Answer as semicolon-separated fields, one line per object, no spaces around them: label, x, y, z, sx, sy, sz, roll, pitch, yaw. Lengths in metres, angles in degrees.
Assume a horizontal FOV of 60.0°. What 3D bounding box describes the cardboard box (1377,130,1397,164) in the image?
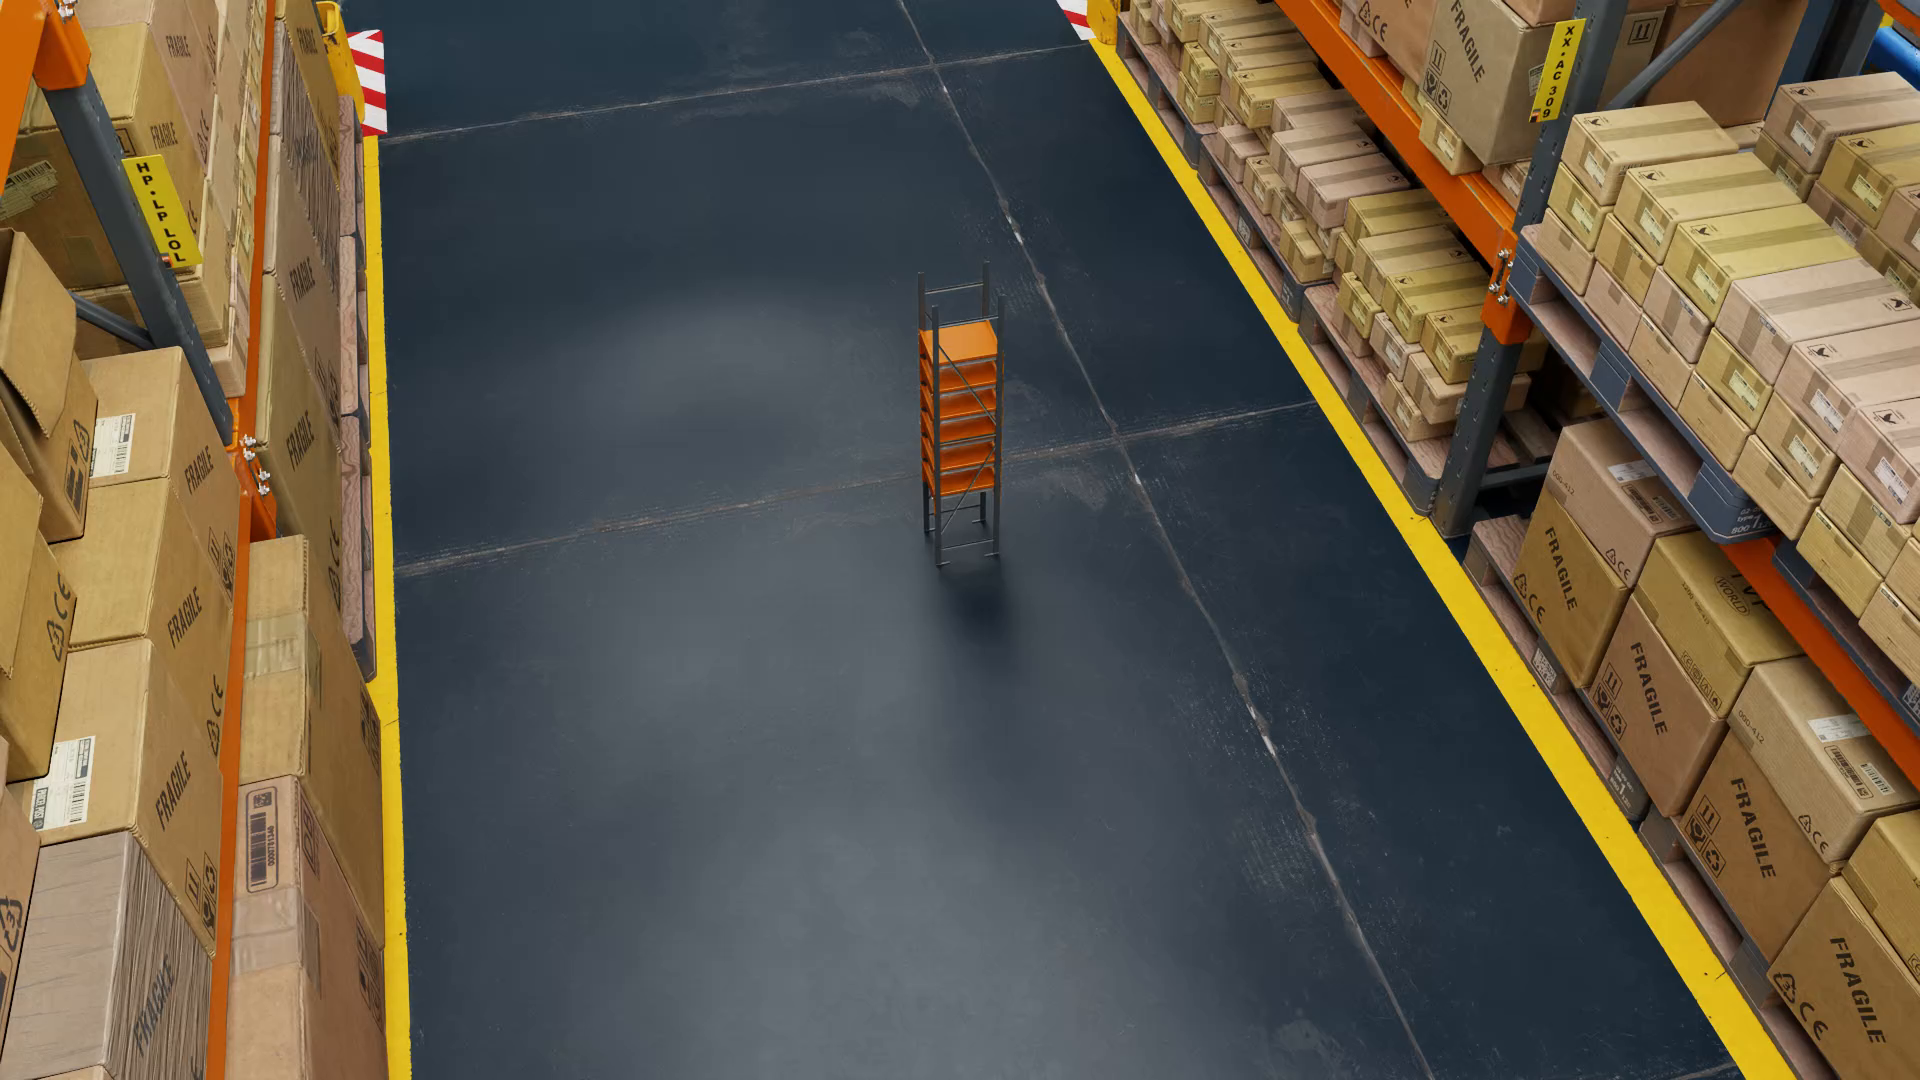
cardboard box;2.094;-1.803;7.411;0.380;0.149;0.250;-10;46;-10

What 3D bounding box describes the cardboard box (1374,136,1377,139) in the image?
cardboard box;1.995;-1.883;7.697;0.380;0.149;0.250;-10;46;-10

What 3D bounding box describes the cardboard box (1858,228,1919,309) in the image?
cardboard box;2.704;-0.751;4.559;0.380;0.149;0.250;-9;46;-9

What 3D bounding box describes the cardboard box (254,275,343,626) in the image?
cardboard box;-2.630;-0.216;5.555;0.875;0.875;0.875;-11;47;-10

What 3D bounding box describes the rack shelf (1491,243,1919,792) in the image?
rack shelf;2.794;0.453;4.210;1.077;0.370;4.000;-11;47;-10

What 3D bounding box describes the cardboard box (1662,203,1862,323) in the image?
cardboard box;2.079;-0.722;4.323;0.380;0.149;0.250;-10;46;-10

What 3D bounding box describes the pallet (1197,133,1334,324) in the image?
pallet;1.760;-1.505;7.577;1.003;0.211;1.213;-11;47;-10

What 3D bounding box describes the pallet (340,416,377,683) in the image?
pallet;-2.657;0.094;6.010;1.003;0.211;1.213;-11;47;-10

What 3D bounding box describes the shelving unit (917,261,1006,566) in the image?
shelving unit;0.004;-0.410;5.812;0.258;1.200;0.189;-11;47;-10

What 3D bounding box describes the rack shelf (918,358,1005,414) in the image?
rack shelf;0.004;-0.547;5.672;0.258;0.103;0.180;-11;47;-10

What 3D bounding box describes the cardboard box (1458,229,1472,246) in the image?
cardboard box;2.180;-1.355;6.764;0.380;0.149;0.250;-12;47;-11

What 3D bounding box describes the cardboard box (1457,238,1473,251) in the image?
cardboard box;2.184;-1.249;6.867;0.380;0.149;0.250;-13;47;-12

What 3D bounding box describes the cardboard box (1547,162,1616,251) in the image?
cardboard box;1.939;-0.987;4.791;0.380;0.149;0.250;-10;46;-10

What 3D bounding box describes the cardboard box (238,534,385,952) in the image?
cardboard box;-2.355;0.692;4.665;1.225;0.875;0.875;-11;47;-10

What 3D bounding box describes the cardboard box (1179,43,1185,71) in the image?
cardboard box;1.300;-2.334;8.140;0.380;0.149;0.250;-10;46;-10

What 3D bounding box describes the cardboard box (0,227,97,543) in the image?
cardboard box;-2.367;-0.289;3.661;0.797;0.503;0.637;-12;47;-11

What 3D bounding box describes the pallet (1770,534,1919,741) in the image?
pallet;2.760;0.290;4.000;1.003;0.211;1.213;-11;47;-10

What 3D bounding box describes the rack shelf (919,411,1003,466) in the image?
rack shelf;0.004;-0.379;5.843;0.258;0.103;0.180;-11;47;-10

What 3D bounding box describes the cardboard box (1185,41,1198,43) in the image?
cardboard box;1.308;-2.434;8.029;0.380;0.149;0.250;-10;46;-10

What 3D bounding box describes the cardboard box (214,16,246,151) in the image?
cardboard box;-2.666;-1.467;5.485;0.500;0.250;0.500;-10;46;-9

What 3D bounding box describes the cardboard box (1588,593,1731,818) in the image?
cardboard box;2.352;0.472;5.144;0.500;0.500;0.500;-9;46;-9

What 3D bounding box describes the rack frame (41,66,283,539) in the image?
rack frame;-2.538;-0.343;4.486;1.000;3.000;0.127;-11;47;-10

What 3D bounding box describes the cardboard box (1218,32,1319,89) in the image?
cardboard box;1.397;-2.160;7.552;0.380;0.149;0.250;-9;46;-9

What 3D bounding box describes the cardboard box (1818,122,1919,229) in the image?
cardboard box;2.644;-1.020;4.615;0.380;0.149;0.250;-12;47;-12

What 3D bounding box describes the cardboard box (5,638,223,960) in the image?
cardboard box;-1.894;0.598;3.494;0.500;0.500;0.500;-11;47;-11

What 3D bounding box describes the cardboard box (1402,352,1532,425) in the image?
cardboard box;1.895;-0.592;6.224;0.380;0.149;0.250;-10;46;-10

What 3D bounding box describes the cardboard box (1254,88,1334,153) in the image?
cardboard box;1.538;-1.891;7.497;0.380;0.149;0.250;-9;46;-8

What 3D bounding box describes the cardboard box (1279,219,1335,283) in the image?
cardboard box;1.588;-1.252;7.079;0.380;0.149;0.250;-11;47;-10

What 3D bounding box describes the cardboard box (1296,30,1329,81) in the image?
cardboard box;1.774;-2.320;7.917;0.380;0.149;0.250;-11;47;-11

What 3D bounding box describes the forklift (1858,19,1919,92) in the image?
forklift;4.548;-1.542;5.709;1.130;2.935;3.031;-10;46;-9

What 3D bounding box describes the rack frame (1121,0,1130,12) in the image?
rack frame;1.258;-3.941;8.012;1.000;3.000;0.127;-11;47;-10

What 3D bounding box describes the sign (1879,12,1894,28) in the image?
sign;2.818;-1.689;4.994;0.100;0.325;0.005;-11;47;-10

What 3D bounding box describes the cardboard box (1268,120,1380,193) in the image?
cardboard box;1.535;-1.622;7.025;0.380;0.149;0.250;-12;47;-12

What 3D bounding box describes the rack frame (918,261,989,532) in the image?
rack frame;-0.020;-0.473;5.874;0.240;1.200;0.006;-11;47;-10

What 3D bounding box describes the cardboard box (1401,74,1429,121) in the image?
cardboard box;1.801;-1.600;5.893;0.380;0.149;0.250;-9;46;-9

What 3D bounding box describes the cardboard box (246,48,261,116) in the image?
cardboard box;-2.693;-1.596;5.890;0.380;0.149;0.250;-12;47;-11

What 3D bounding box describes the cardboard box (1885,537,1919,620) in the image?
cardboard box;2.341;0.093;3.733;0.380;0.149;0.250;-12;47;-11

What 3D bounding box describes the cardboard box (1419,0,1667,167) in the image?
cardboard box;1.886;-1.601;5.441;0.500;0.500;0.500;-11;47;-10

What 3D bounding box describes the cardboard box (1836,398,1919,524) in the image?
cardboard box;2.271;-0.199;3.810;0.380;0.149;0.250;-9;46;-9

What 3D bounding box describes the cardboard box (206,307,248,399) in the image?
cardboard box;-2.292;-0.520;4.835;0.380;0.149;0.250;-11;47;-10

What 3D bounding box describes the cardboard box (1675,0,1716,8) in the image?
cardboard box;2.402;-2.025;5.156;0.500;0.500;0.500;-10;46;-9

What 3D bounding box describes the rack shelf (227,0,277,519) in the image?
rack shelf;-3.050;-1.472;6.096;1.077;0.370;4.000;-11;47;-10

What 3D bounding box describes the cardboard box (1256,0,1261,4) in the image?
cardboard box;1.251;-2.707;8.088;0.380;0.149;0.250;-10;46;-10

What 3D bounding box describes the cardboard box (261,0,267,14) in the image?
cardboard box;-2.890;-2.126;6.409;0.380;0.149;0.250;-12;47;-11

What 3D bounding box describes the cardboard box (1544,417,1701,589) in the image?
cardboard box;2.216;-0.156;5.234;0.500;0.250;0.500;-13;47;-12

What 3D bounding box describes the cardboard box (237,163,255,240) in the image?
cardboard box;-2.497;-1.064;5.369;0.380;0.149;0.250;-12;47;-11

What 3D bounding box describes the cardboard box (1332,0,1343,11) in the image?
cardboard box;1.647;-2.150;6.432;0.380;0.149;0.250;-11;47;-11

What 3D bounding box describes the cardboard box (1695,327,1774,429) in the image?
cardboard box;2.141;-0.451;4.265;0.380;0.149;0.250;-13;47;-12

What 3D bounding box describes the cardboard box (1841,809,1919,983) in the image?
cardboard box;2.623;0.923;4.177;0.500;0.250;0.500;-10;46;-9

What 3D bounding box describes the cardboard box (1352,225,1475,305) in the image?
cardboard box;1.765;-1.075;6.489;0.380;0.149;0.250;-11;47;-11

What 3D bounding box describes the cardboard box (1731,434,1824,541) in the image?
cardboard box;2.204;-0.170;4.198;0.380;0.149;0.250;-13;47;-12

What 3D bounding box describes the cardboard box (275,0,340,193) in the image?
cardboard box;-3.321;-2.080;7.382;0.875;0.875;0.875;-11;47;-10

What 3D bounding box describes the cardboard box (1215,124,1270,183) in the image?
cardboard box;1.396;-1.791;7.607;0.380;0.149;0.250;-13;47;-12

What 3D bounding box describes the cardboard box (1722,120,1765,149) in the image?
cardboard box;2.526;-1.347;5.646;0.380;0.149;0.250;-9;46;-9

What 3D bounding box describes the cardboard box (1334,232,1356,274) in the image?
cardboard box;1.758;-1.150;6.770;0.380;0.149;0.250;-10;46;-10

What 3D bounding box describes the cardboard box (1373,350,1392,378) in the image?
cardboard box;1.867;-0.732;6.569;0.380;0.149;0.250;-10;46;-9

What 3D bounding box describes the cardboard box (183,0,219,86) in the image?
cardboard box;-2.670;-1.734;5.221;0.500;0.500;0.500;-12;47;-12

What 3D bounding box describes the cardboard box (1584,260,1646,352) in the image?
cardboard box;2.015;-0.692;4.710;0.380;0.149;0.250;-10;46;-10

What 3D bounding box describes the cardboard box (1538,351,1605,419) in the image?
cardboard box;2.500;-0.639;6.478;0.380;0.149;0.250;-13;47;-12
